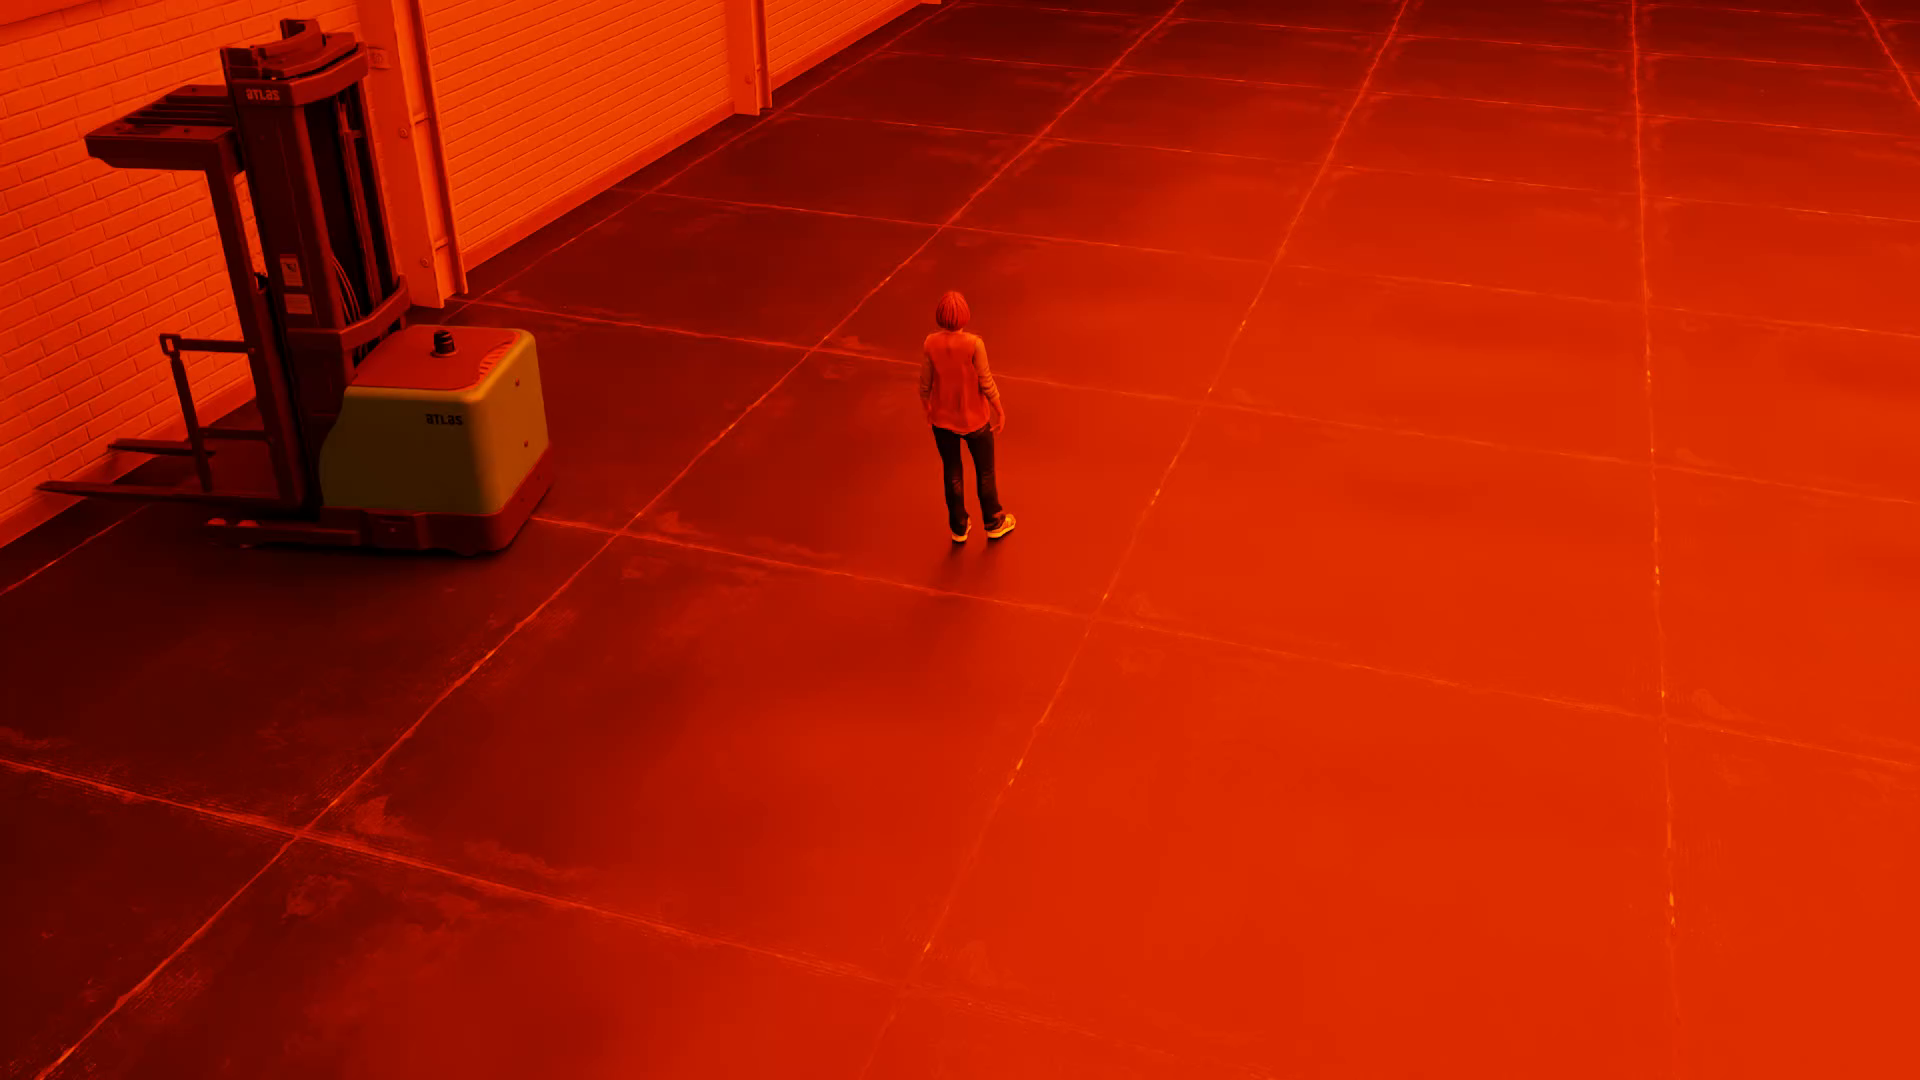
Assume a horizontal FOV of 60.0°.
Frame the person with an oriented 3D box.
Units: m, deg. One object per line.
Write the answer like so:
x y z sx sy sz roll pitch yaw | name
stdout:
0.038 -0.733 9.754 0.520 1.599 0.473 10 31 16 | person

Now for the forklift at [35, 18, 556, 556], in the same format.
-4.143 -1.481 9.735 3.031 2.935 1.130 3 30 6 | forklift
